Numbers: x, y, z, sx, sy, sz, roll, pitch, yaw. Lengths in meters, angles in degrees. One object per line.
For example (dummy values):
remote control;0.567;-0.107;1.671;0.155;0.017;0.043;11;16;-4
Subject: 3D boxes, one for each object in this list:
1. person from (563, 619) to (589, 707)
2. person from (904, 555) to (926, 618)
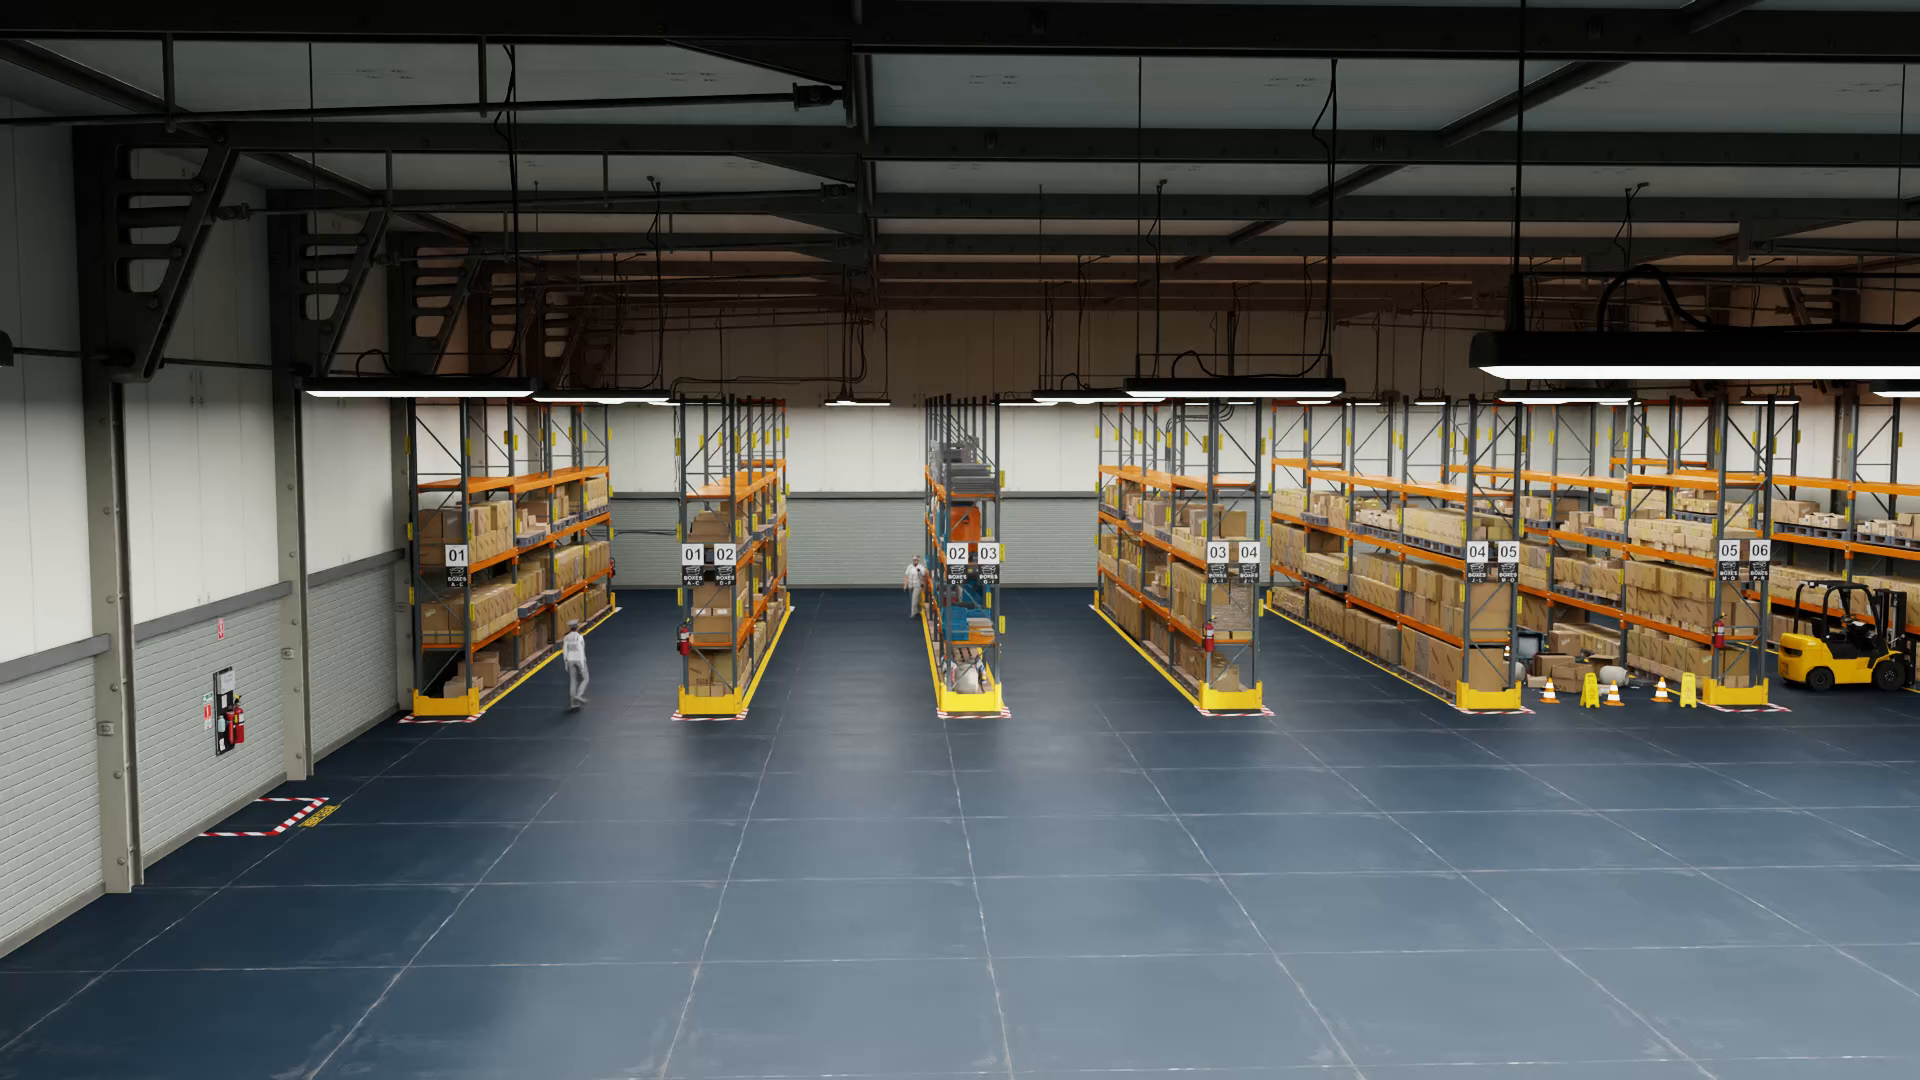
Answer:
person;-7.384;2.358;31.919;0.528;1.676;0.485;1;5;8
person;-1.214;1.255;45.542;0.534;1.706;1.087;2;5;27
